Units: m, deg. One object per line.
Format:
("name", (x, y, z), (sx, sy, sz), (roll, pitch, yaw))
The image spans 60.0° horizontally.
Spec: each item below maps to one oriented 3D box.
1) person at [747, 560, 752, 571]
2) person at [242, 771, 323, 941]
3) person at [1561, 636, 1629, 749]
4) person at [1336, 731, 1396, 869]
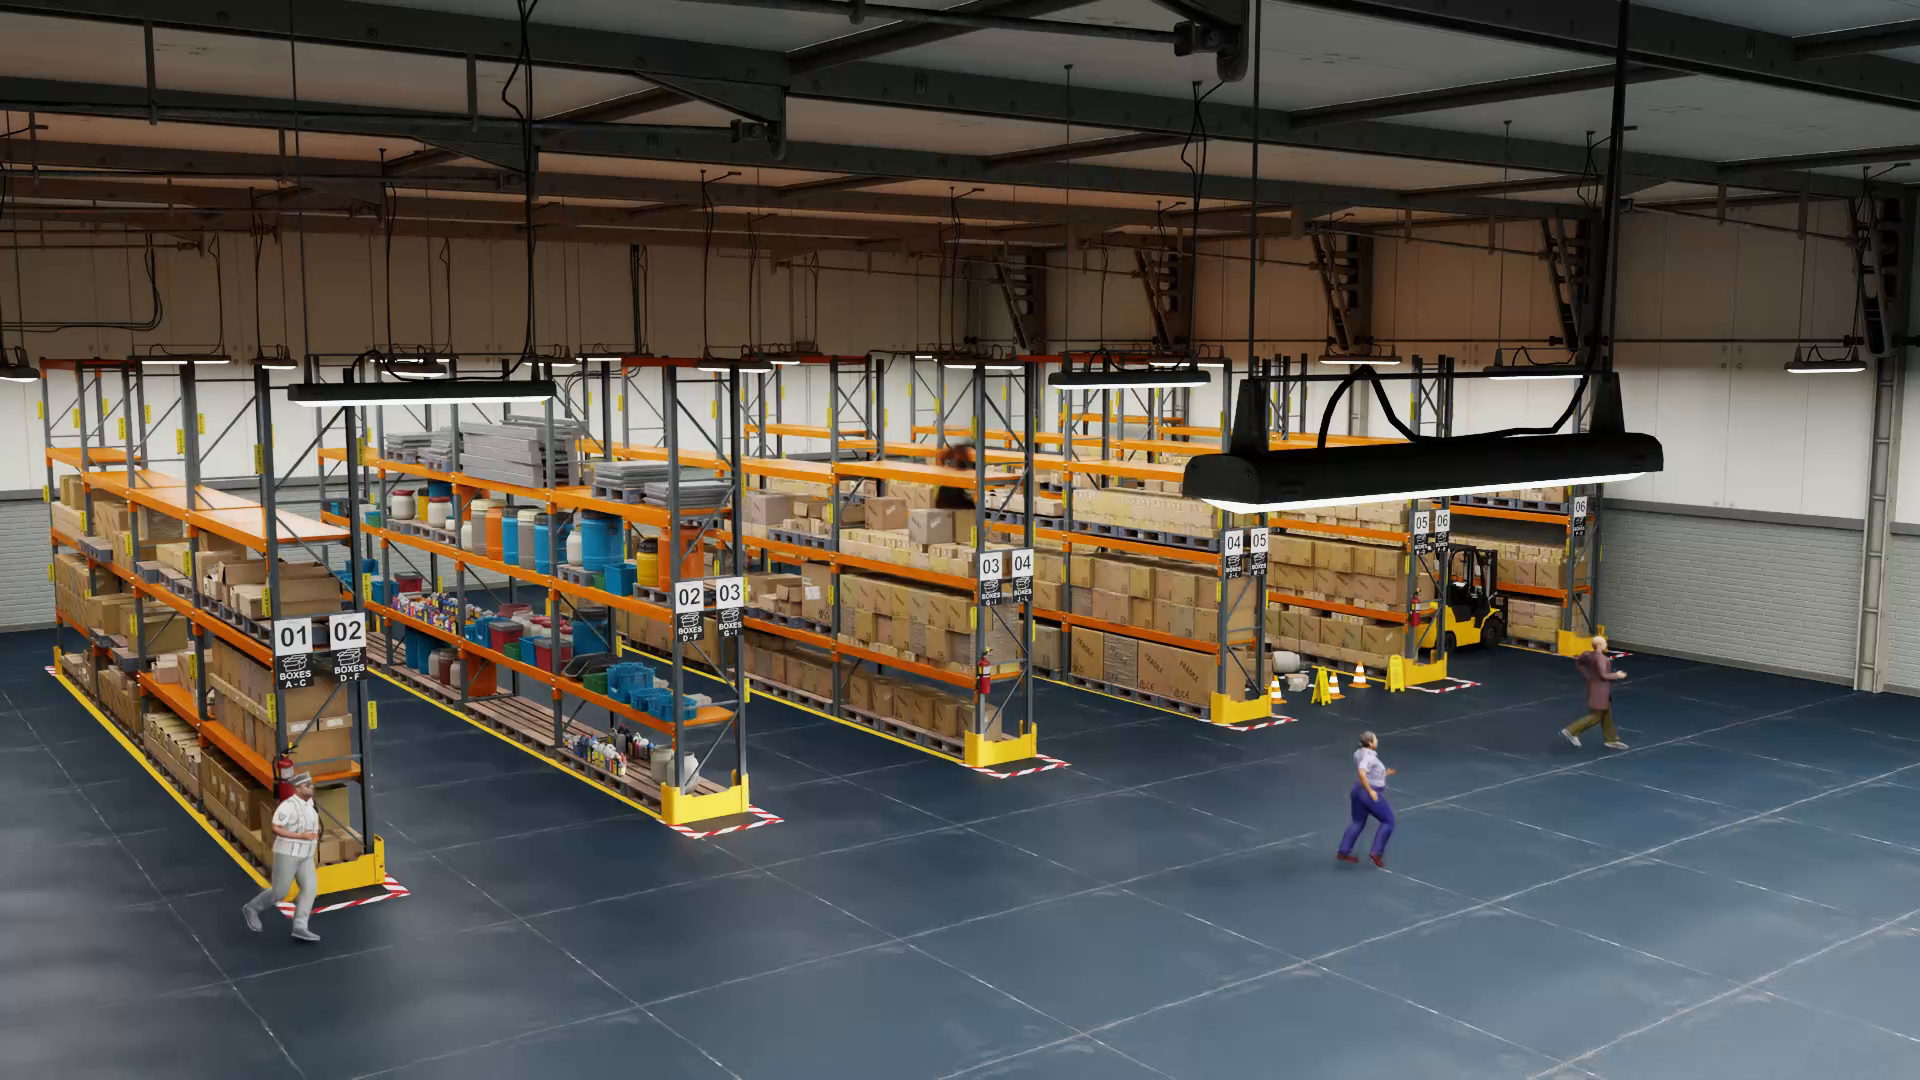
("person", (-4.994, 1.025, 37.971), (0.595, 1.507, 0.871), (-4, 8, -28))
("person", (-7.145, 3.348, 17.826), (0.923, 1.745, 0.697), (2, 7, 18))
("person", (9.811, 2.355, 25.591), (1.050, 1.777, 0.708), (1, 7, 5))
("person", (4.916, 3.137, 20.010), (0.707, 1.685, 0.576), (-2, 7, -17))
